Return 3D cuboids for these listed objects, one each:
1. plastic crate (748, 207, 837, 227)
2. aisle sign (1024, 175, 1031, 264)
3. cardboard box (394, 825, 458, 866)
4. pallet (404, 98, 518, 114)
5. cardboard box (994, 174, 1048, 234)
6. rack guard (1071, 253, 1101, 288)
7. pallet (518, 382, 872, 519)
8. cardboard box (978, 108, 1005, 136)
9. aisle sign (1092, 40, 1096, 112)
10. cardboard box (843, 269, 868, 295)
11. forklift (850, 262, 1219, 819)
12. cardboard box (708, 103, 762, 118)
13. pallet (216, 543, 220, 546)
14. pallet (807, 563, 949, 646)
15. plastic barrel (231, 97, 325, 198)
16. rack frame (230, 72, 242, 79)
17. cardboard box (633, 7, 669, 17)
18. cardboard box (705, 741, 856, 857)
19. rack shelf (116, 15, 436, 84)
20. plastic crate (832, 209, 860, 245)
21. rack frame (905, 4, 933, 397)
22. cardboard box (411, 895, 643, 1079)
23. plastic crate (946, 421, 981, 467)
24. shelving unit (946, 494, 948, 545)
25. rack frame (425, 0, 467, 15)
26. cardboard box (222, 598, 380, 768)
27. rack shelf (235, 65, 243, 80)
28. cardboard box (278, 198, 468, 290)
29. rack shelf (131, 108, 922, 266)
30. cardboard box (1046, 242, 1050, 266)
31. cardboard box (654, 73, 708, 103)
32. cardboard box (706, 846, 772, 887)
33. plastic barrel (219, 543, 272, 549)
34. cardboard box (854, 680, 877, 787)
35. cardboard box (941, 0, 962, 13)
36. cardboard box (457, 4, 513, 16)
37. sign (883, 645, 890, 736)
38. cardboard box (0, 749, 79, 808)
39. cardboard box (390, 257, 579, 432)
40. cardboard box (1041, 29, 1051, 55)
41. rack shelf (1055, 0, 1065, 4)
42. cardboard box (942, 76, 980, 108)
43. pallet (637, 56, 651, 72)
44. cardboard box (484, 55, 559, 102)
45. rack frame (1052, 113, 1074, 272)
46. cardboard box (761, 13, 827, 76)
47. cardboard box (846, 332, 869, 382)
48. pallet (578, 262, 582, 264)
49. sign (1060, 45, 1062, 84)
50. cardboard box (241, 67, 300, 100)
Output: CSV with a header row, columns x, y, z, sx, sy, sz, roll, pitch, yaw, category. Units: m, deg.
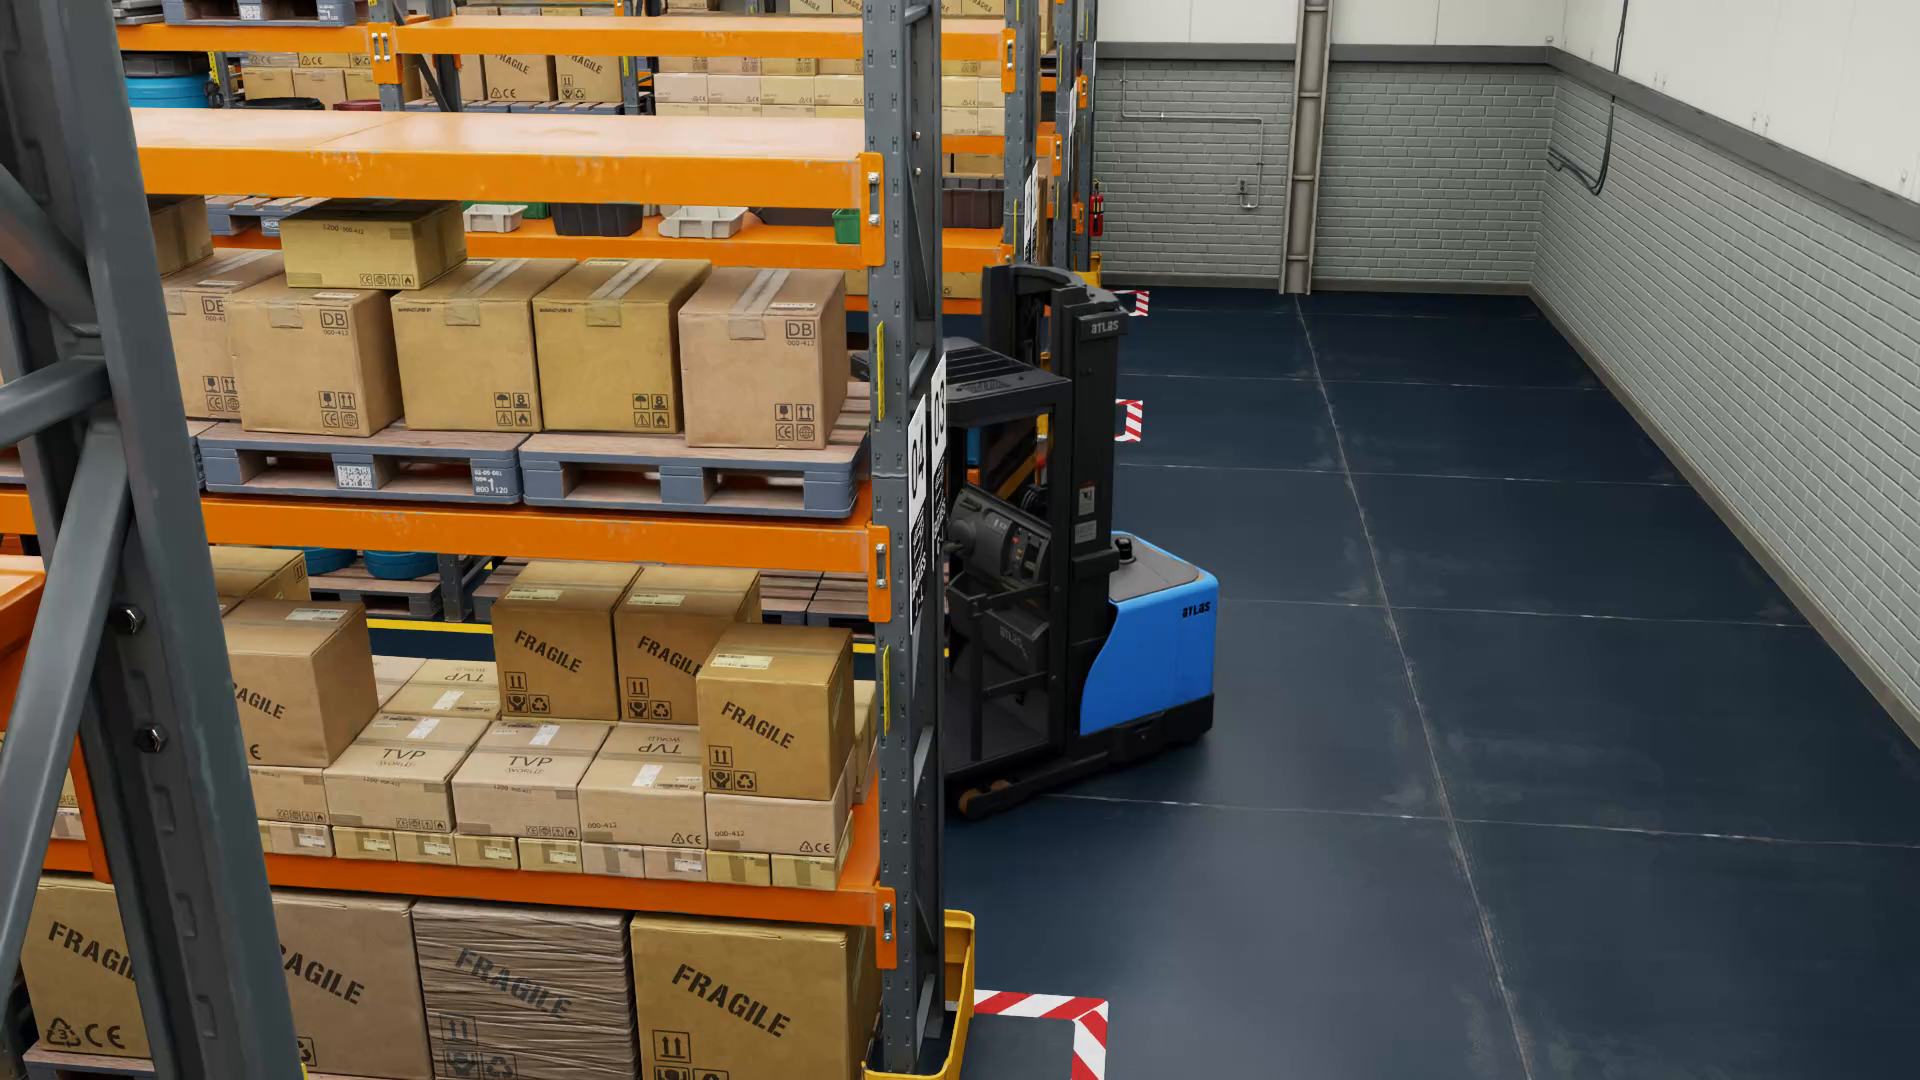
x,y,z,sx,sy,sz,roll,pitch,yaw,category
-1.091,-2.340,11.284,0.767,0.338,0.504,2,22,6,plastic crate
0.431,-1.906,10.646,0.004,0.787,0.394,2,22,6,aisle sign
-2.100,1.156,6.777,0.250,0.149,0.380,3,22,7,cardboard box
-4.662,-4.194,16.144,1.003,0.211,1.213,2,22,6,pallet
0.571,-3.243,16.066,0.500,0.500,0.500,3,22,8,cardboard box
1.583,-3.261,21.009,0.348,0.500,1.175,2,22,6,rack guard
-0.927,-0.381,6.365,1.213,0.211,1.003,2,22,6,pallet
0.439,-3.867,15.265,0.500,0.250,0.500,2,22,6,cardboard box
1.596,-5.521,19.789,0.004,0.787,0.394,2,22,6,aisle sign
-1.007,-2.649,15.924,0.500,0.500,0.500,2,22,6,cardboard box
0.049,-0.001,9.455,3.031,2.935,1.130,-13,25,-30,forklift
-2.042,-3.980,15.550,0.500,0.250,0.500,2,22,6,cardboard box
-5.555,0.216,12.607,1.213,0.211,1.003,2,22,6,pallet
-0.421,0.439,12.041,1.213,0.211,1.003,2,22,6,pallet
-4.509,-2.624,11.090,0.600,0.588,0.600,0,22,0,plastic barrel
-6.964,-5.753,15.752,0.053,2.616,0.949,2,22,6,rack frame
-3.834,-6.322,20.538,0.500,0.500,0.700,2,22,5,cardboard box
-0.702,1.008,6.609,0.500,0.250,0.500,2,22,5,cardboard box
-5.565,-3.336,11.162,4.000,0.370,1.077,2,22,6,rack shelf
-0.619,-2.042,10.734,0.336,0.188,0.450,2,22,6,plastic crate
-0.190,-1.788,5.723,0.053,2.616,0.949,2,22,6,rack frame
-1.738,1.756,7.238,0.875,0.875,0.875,2,22,6,cardboard box
0.039,-0.798,11.249,0.499,0.435,0.616,2,22,6,plastic crate
0.008,-0.418,13.273,0.210,0.900,0.258,2,22,6,shelving unit
-6.385,-7.561,20.324,0.127,3.000,1.000,2,22,6,rack frame
-2.711,0.569,6.699,0.500,0.500,0.500,2,22,5,cardboard box
-8.371,-5.918,21.227,4.000,0.370,1.077,2,22,6,rack shelf
-2.194,-1.122,6.256,0.500,0.250,0.500,2,22,5,cardboard box
-2.175,-1.355,6.150,4.000,0.370,1.077,2,22,6,rack shelf
0.853,-3.451,20.918,0.500,0.500,0.700,2,22,6,cardboard box
-2.538,-4.235,15.516,0.500,0.250,0.500,2,22,6,cardboard box
-0.840,1.212,6.637,0.250,0.149,0.380,3,22,7,cardboard box
-5.370,-0.136,12.518,0.421,0.512,0.421,0,22,0,plastic barrel
-0.634,0.813,7.103,0.500,0.250,0.500,2,22,5,cardboard box
-0.214,-6.318,19.737,0.500,0.500,0.500,2,22,4,cardboard box
-5.906,-6.417,20.777,0.500,0.500,0.700,1,22,2,cardboard box
-0.267,0.550,6.073,0.005,0.325,0.100,2,22,6,sign
-3.726,0.875,6.946,0.500,0.250,0.500,2,22,5,cardboard box
-1.776,-0.758,6.355,0.500,0.500,0.700,1,22,3,cardboard box
0.801,-5.926,19.767,0.500,0.250,0.500,3,22,8,cardboard box
-1.006,-5.156,15.225,4.000,0.370,1.077,2,22,6,rack shelf
-0.056,-4.124,15.236,0.500,0.250,0.500,2,22,6,cardboard box
-3.329,-5.925,20.528,1.217,0.209,0.805,2,22,4,pallet
-4.150,-4.541,15.924,0.600,0.600,0.600,2,22,6,cardboard box
0.980,-2.616,15.977,0.127,3.000,1.000,2,22,6,rack frame
-1.527,-4.595,15.408,0.500,0.500,0.700,2,22,6,cardboard box
-1.126,-1.753,16.592,0.637,0.503,0.797,2,22,6,cardboard box
-3.773,-2.774,16.638,1.213,0.211,1.003,2,22,6,pallet
0.895,-4.221,14.752,0.005,0.325,0.100,2,22,6,sign
-6.527,-4.397,16.266,0.500,0.500,0.910,2,22,6,cardboard box
